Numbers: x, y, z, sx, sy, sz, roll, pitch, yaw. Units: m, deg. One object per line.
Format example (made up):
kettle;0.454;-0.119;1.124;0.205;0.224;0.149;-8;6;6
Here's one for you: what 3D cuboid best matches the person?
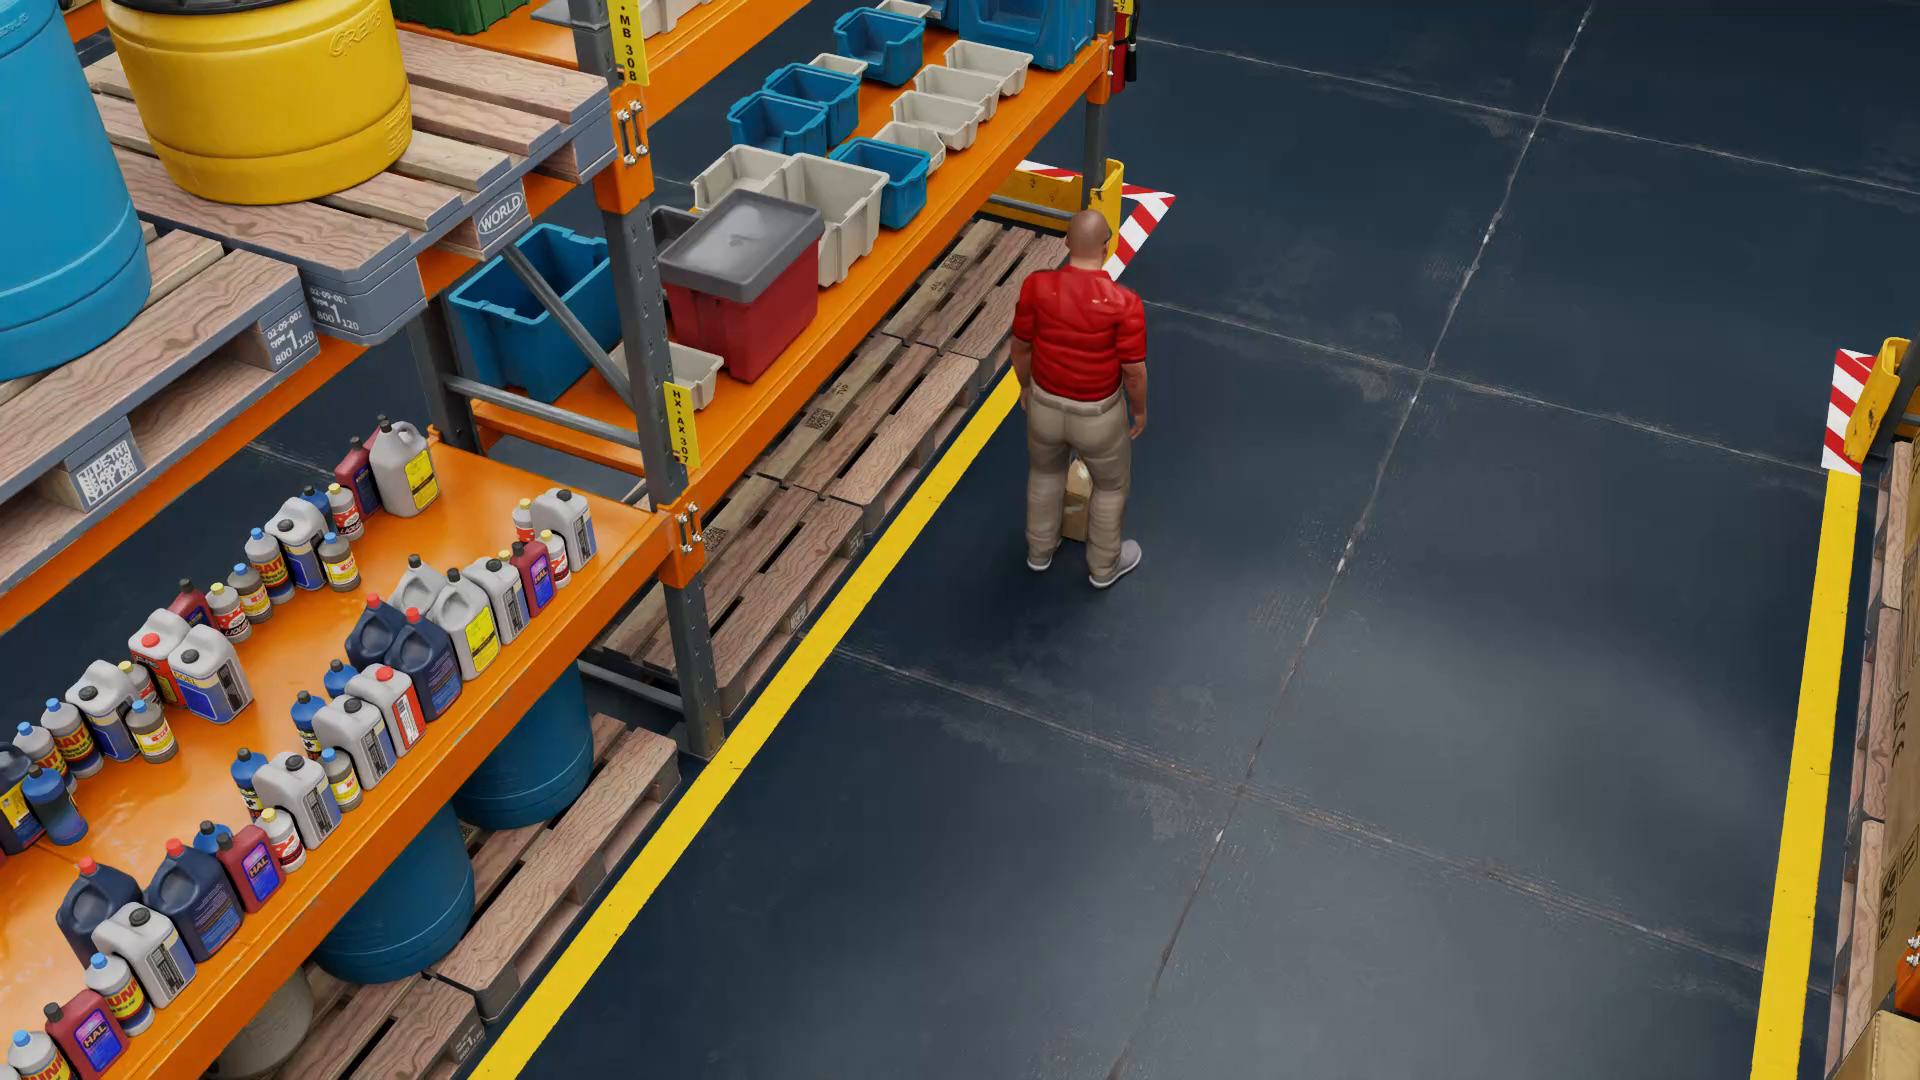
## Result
person;0.481;-0.555;6.792;0.597;1.727;0.384;16;44;17
